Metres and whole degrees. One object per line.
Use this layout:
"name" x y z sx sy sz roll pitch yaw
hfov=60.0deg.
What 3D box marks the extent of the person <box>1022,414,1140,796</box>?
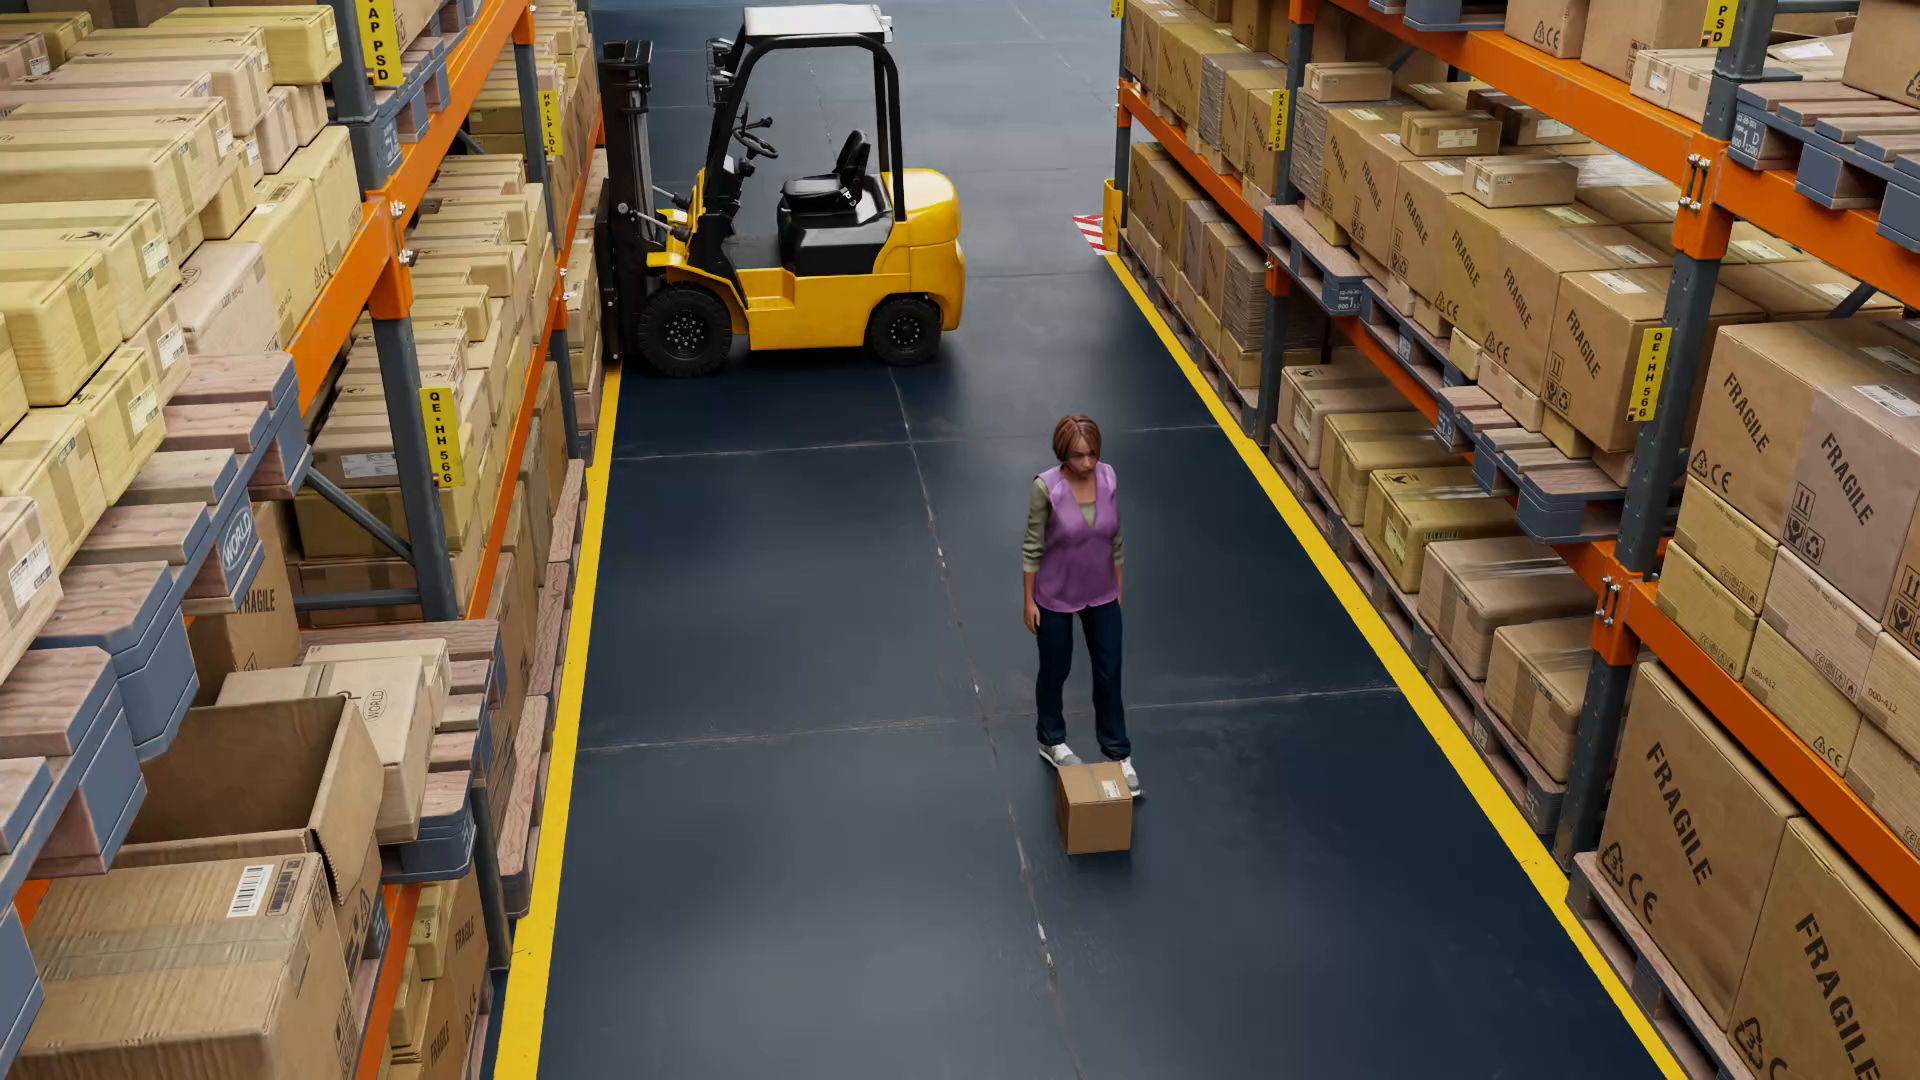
"person" 0.490 0.276 6.591 0.433 1.581 0.517 -9 29 -16
